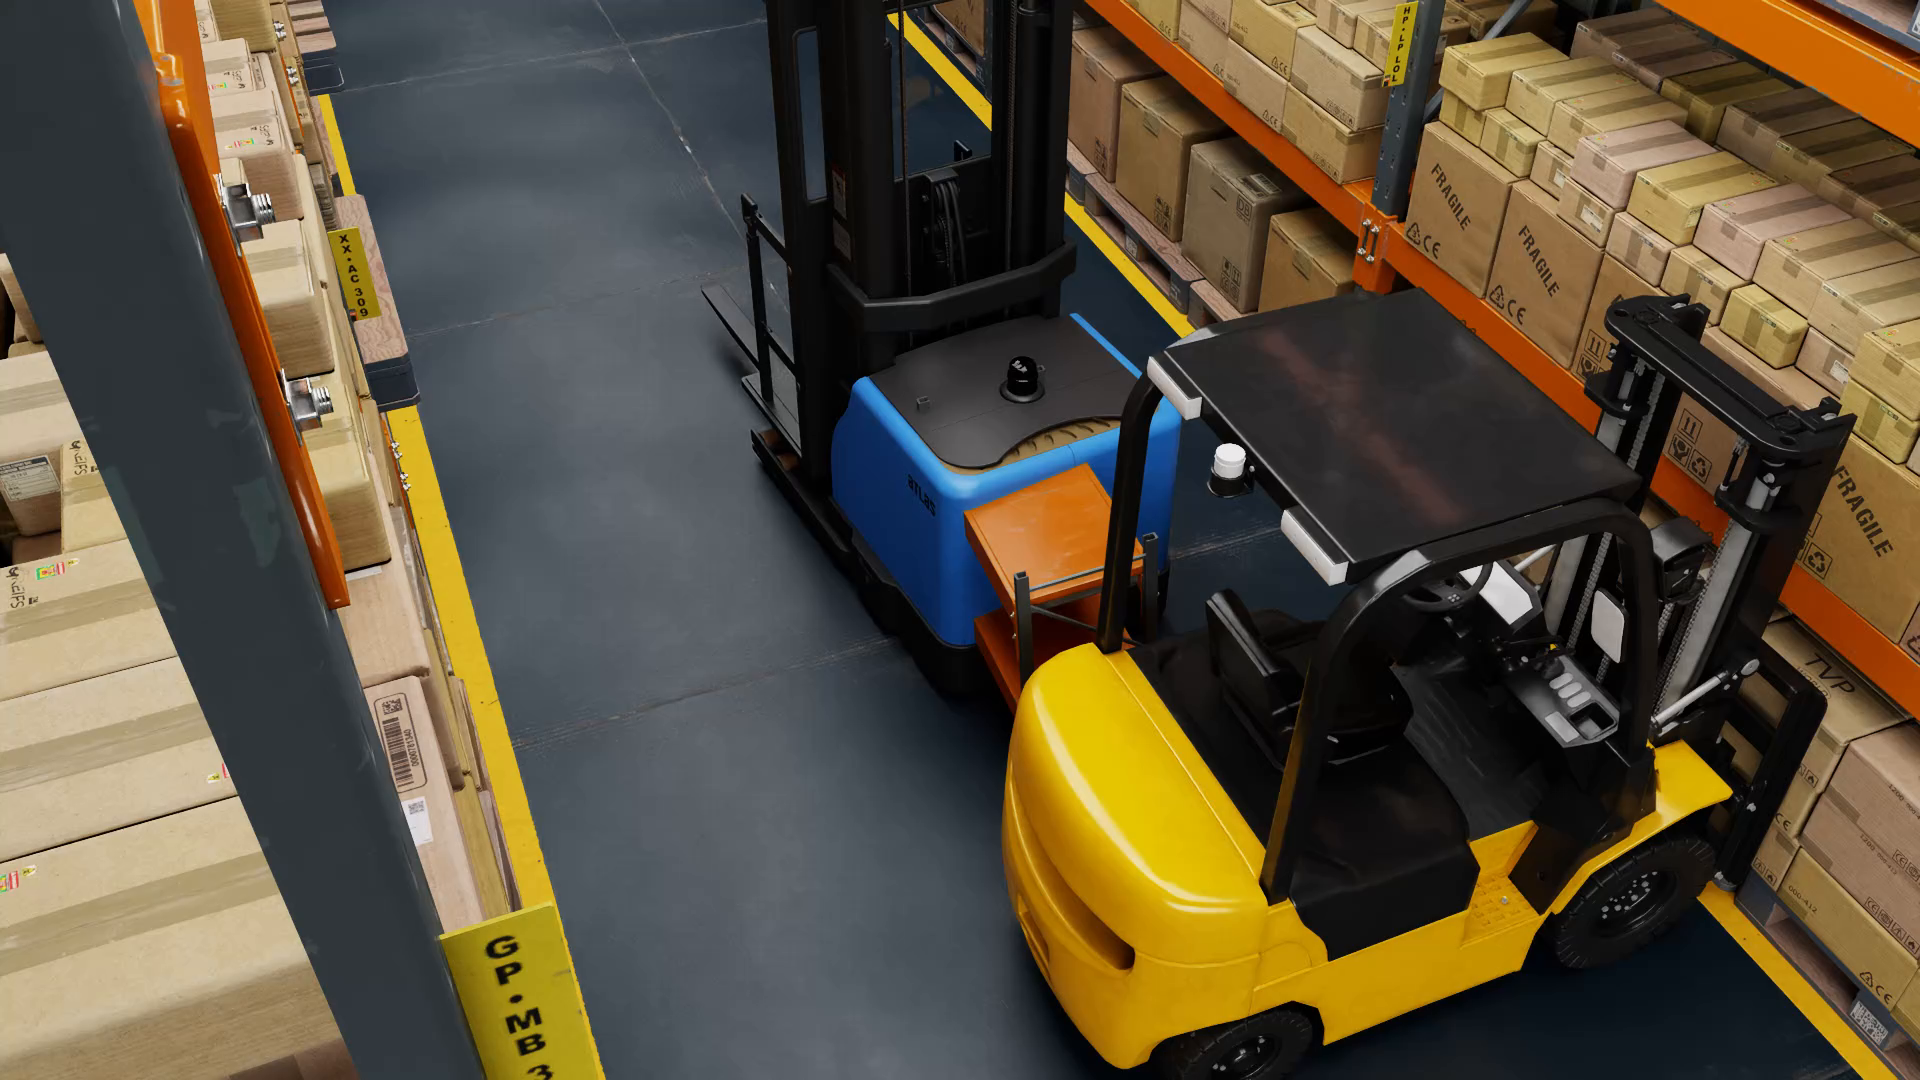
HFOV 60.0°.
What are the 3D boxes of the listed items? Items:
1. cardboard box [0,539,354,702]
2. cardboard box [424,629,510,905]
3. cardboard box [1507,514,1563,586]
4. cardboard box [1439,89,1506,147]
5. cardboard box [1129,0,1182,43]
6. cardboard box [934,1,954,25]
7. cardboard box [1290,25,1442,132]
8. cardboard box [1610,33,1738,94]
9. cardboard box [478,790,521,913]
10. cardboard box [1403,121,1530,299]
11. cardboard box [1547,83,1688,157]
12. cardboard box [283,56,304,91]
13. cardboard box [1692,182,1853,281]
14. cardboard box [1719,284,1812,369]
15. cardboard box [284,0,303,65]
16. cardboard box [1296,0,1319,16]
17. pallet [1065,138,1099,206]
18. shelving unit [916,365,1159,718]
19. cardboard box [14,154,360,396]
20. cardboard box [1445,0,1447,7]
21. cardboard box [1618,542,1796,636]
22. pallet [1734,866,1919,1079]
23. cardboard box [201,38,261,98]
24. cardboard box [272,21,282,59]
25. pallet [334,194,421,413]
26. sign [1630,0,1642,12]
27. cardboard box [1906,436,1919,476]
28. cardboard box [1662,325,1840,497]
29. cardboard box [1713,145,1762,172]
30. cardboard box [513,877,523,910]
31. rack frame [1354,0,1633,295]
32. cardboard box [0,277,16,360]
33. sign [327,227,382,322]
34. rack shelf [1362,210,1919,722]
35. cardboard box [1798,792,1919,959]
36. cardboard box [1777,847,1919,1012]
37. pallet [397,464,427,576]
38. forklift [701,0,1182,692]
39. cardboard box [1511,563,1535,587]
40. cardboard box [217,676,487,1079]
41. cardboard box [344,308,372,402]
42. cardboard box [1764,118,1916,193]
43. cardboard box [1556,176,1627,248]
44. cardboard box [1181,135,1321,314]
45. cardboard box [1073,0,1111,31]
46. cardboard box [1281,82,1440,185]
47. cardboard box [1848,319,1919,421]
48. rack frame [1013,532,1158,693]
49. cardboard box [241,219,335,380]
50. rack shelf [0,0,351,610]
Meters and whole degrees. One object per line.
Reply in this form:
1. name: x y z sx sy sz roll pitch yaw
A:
1. cardboard box: -0.982 0.117 2.094 0.380 0.149 0.250 -15 43 -17
2. cardboard box: -1.409 0.613 3.932 0.500 0.500 0.500 -16 43 -18
3. cardboard box: 2.445 0.061 6.282 0.500 0.250 0.500 -15 43 -17
4. cardboard box: 2.048 -1.636 6.278 0.380 0.149 0.250 -16 43 -18
5. cardboard box: 1.171 -2.709 8.214 0.500 0.250 0.500 -14 43 -15
6. cardboard box: 0.096 -3.736 10.889 0.500 0.500 0.500 -16 43 -17
7. cardboard box: 1.745 -1.974 6.977 0.500 0.250 0.500 -16 43 -18
8. cardboard box: 2.628 -1.728 6.157 0.380 0.149 0.250 -16 43 -18
9. cardboard box: -1.549 1.132 4.844 0.500 0.500 0.500 -13 42 -15
10. cardboard box: 2.098 -1.315 6.402 0.500 0.500 0.500 -16 43 -18
11. cardboard box: 2.306 -1.454 5.838 0.380 0.149 0.250 -16 43 -18
12. cardboard box: -2.522 -1.335 5.875 0.500 0.500 0.500 -15 43 -17
13. cardboard box: 2.583 -0.984 5.292 0.380 0.149 0.250 -15 43 -17
14. cardboard box: 2.621 -0.700 5.189 0.380 0.149 0.250 -16 43 -18
15. cardboard box: -3.113 -2.272 6.964 0.500 0.500 0.500 -18 44 -20
16. cardboard box: 1.673 -2.355 7.114 0.380 0.149 0.250 -15 43 -17
17. pallet: 0.918 -2.456 9.945 1.003 0.211 1.213 -15 43 -17
18. shelving unit: 0.285 0.152 6.181 0.538 1.125 1.048 -16 43 -12
19. cardboard box: -1.413 -0.447 3.055 0.500 0.250 0.500 -14 43 -16
20. cardboard box: 2.179 -2.334 7.089 0.380 0.149 0.250 -16 43 -18
21. cardboard box: 2.645 0.190 5.749 0.500 0.250 0.500 -16 43 -18
22. pallet: 3.368 1.407 5.452 1.003 0.211 1.213 -15 43 -17
23. cardboard box: -1.534 -0.812 3.175 0.380 0.149 0.250 -15 43 -16
24. cardboard box: -1.997 -1.363 4.120 0.500 0.250 0.500 -15 43 -17
25. pallet: -2.574 -0.793 6.019 1.003 0.211 1.213 -15 43 -17
26. sign: 2.681 -2.107 6.675 0.100 0.325 0.005 -15 43 -17
27. cardboard box: 2.910 -0.242 4.657 0.380 0.149 0.250 -16 43 -18
28. cardboard box: 2.680 -0.393 5.329 0.500 0.500 0.500 -15 43 -17
29. cardboard box: 2.886 -1.314 5.903 0.380 0.149 0.250 -15 43 -17
30. cardboard box: -1.728 1.121 5.432 0.500 0.250 0.500 -16 43 -18
31. rack frame: 2.169 -1.610 6.821 1.000 3.000 0.127 -15 43 -17
32. cardboard box: -1.919 -0.312 2.899 0.500 0.250 0.500 -15 43 -16
33. sign: -1.917 -0.837 5.259 0.100 0.325 0.005 -15 43 -17
34. rack shelf: 2.934 -0.132 5.655 1.077 0.370 4.000 -15 43 -17
35. cardboard box: 3.043 0.974 5.221 0.500 0.250 0.500 -16 43 -17
36. cardboard box: 3.046 1.177 5.368 0.500 0.250 0.500 -15 43 -17
37. pallet: -2.715 0.219 6.833 1.003 0.211 1.213 -15 43 -17
38. forklift: -0.298 -1.472 6.714 1.130 2.935 3.031 -19 44 -21
39. cardboard box: 2.468 0.255 6.439 0.500 0.250 0.500 -14 43 -16
40. cardboard box: -0.831 0.478 1.980 0.500 0.250 0.500 -16 43 -18
41. cardboard box: -2.016 -0.314 5.010 0.500 0.500 0.500 -16 43 -18
42. cardboard box: 2.976 -1.275 5.630 0.380 0.149 0.250 -16 43 -18
43. cardboard box: 2.300 -1.163 5.728 0.380 0.149 0.250 -14 43 -16
44. cardboard box: 1.669 -1.650 8.367 0.875 0.625 0.625 -16 43 -17
45. cardboard box: 0.865 -2.899 9.820 0.875 0.625 0.625 -14 43 -16
46. cardboard box: 1.735 -1.791 7.147 0.500 0.250 0.500 -14 43 -16
47. cardboard box: 2.787 -0.504 4.733 0.380 0.149 0.250 -14 43 -16
48. rack frame: 0.453 0.466 5.818 0.500 1.125 0.032 -16 43 -12
49. cardboard box: -1.217 -0.356 2.644 0.380 0.149 0.250 -14 43 -16
50. rack shelf: -1.650 -1.165 2.257 1.077 0.370 4.000 -15 43 -17
